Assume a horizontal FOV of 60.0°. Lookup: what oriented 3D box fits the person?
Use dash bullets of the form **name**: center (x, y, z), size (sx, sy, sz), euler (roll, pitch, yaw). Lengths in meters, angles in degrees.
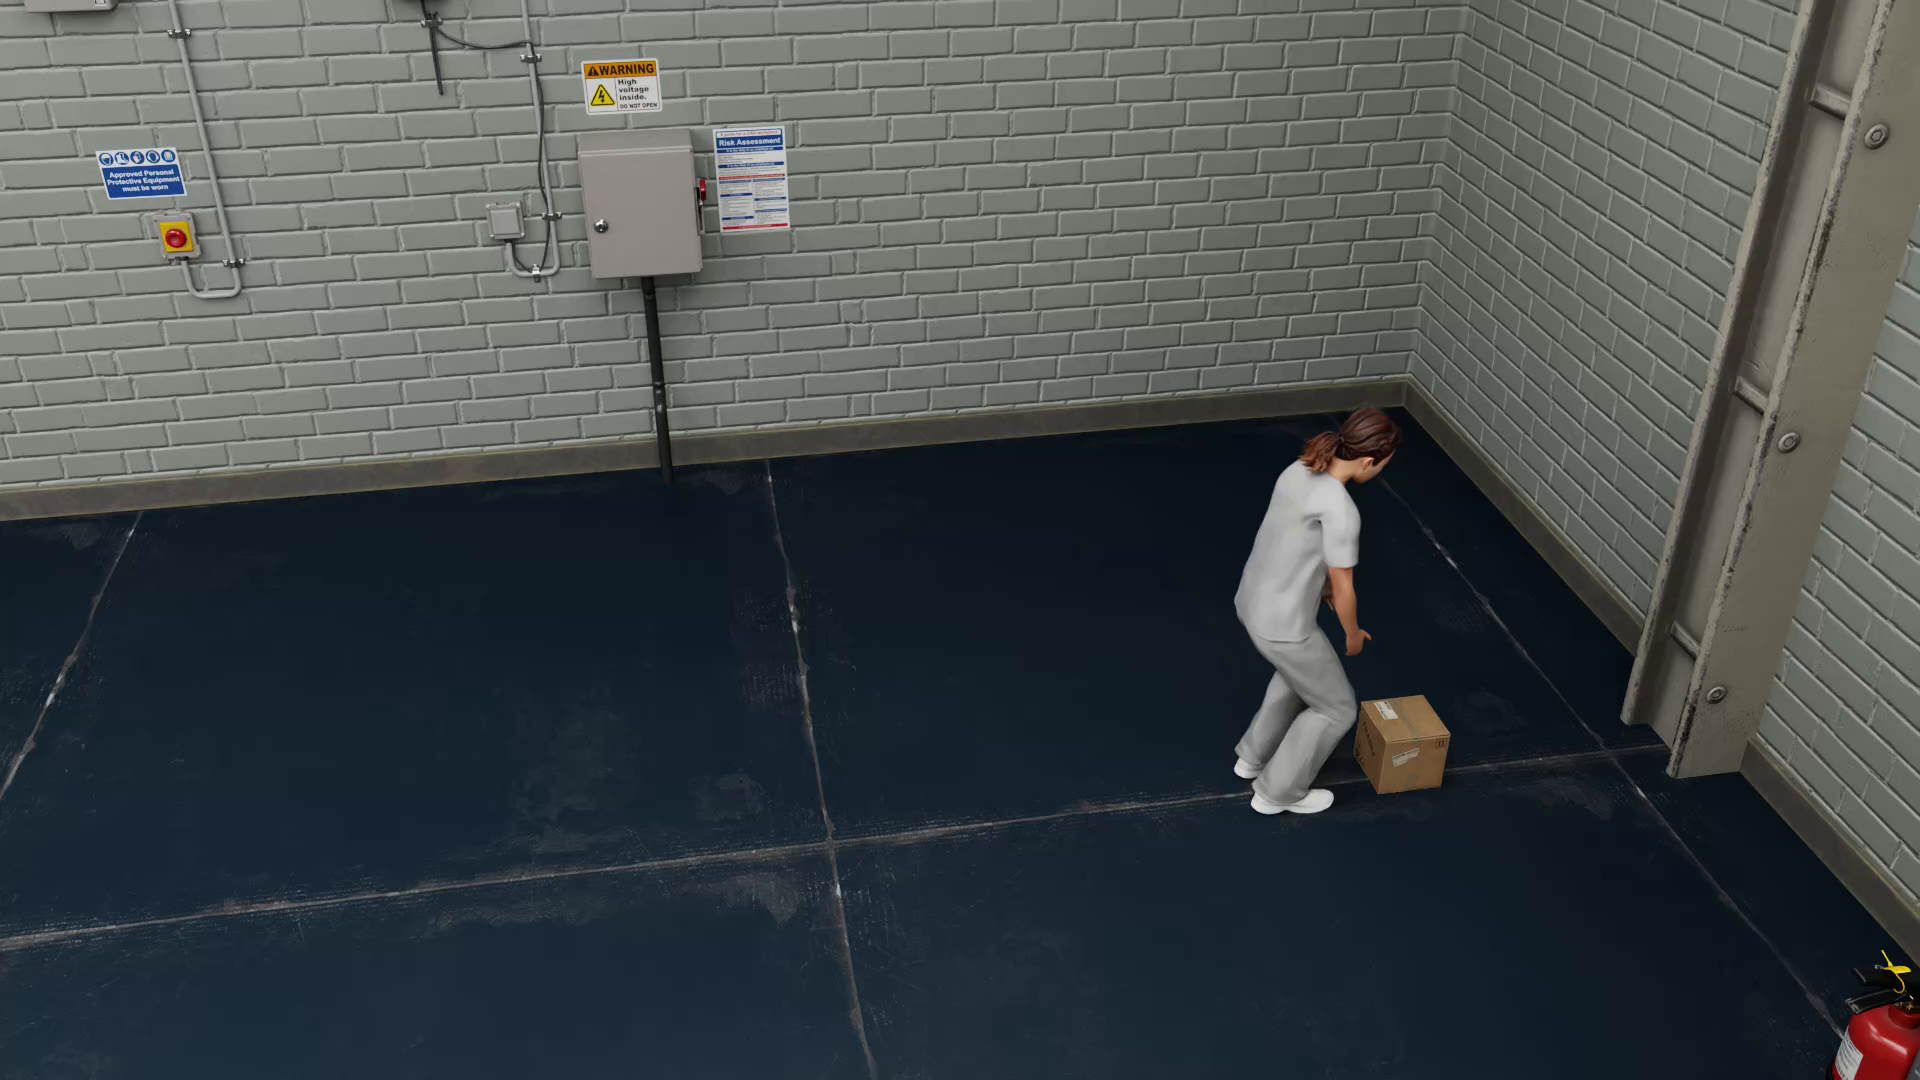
- **person**: center (1.220, 0.248, 5.863), size (0.511, 1.536, 0.480), euler (-5, 31, -8)
